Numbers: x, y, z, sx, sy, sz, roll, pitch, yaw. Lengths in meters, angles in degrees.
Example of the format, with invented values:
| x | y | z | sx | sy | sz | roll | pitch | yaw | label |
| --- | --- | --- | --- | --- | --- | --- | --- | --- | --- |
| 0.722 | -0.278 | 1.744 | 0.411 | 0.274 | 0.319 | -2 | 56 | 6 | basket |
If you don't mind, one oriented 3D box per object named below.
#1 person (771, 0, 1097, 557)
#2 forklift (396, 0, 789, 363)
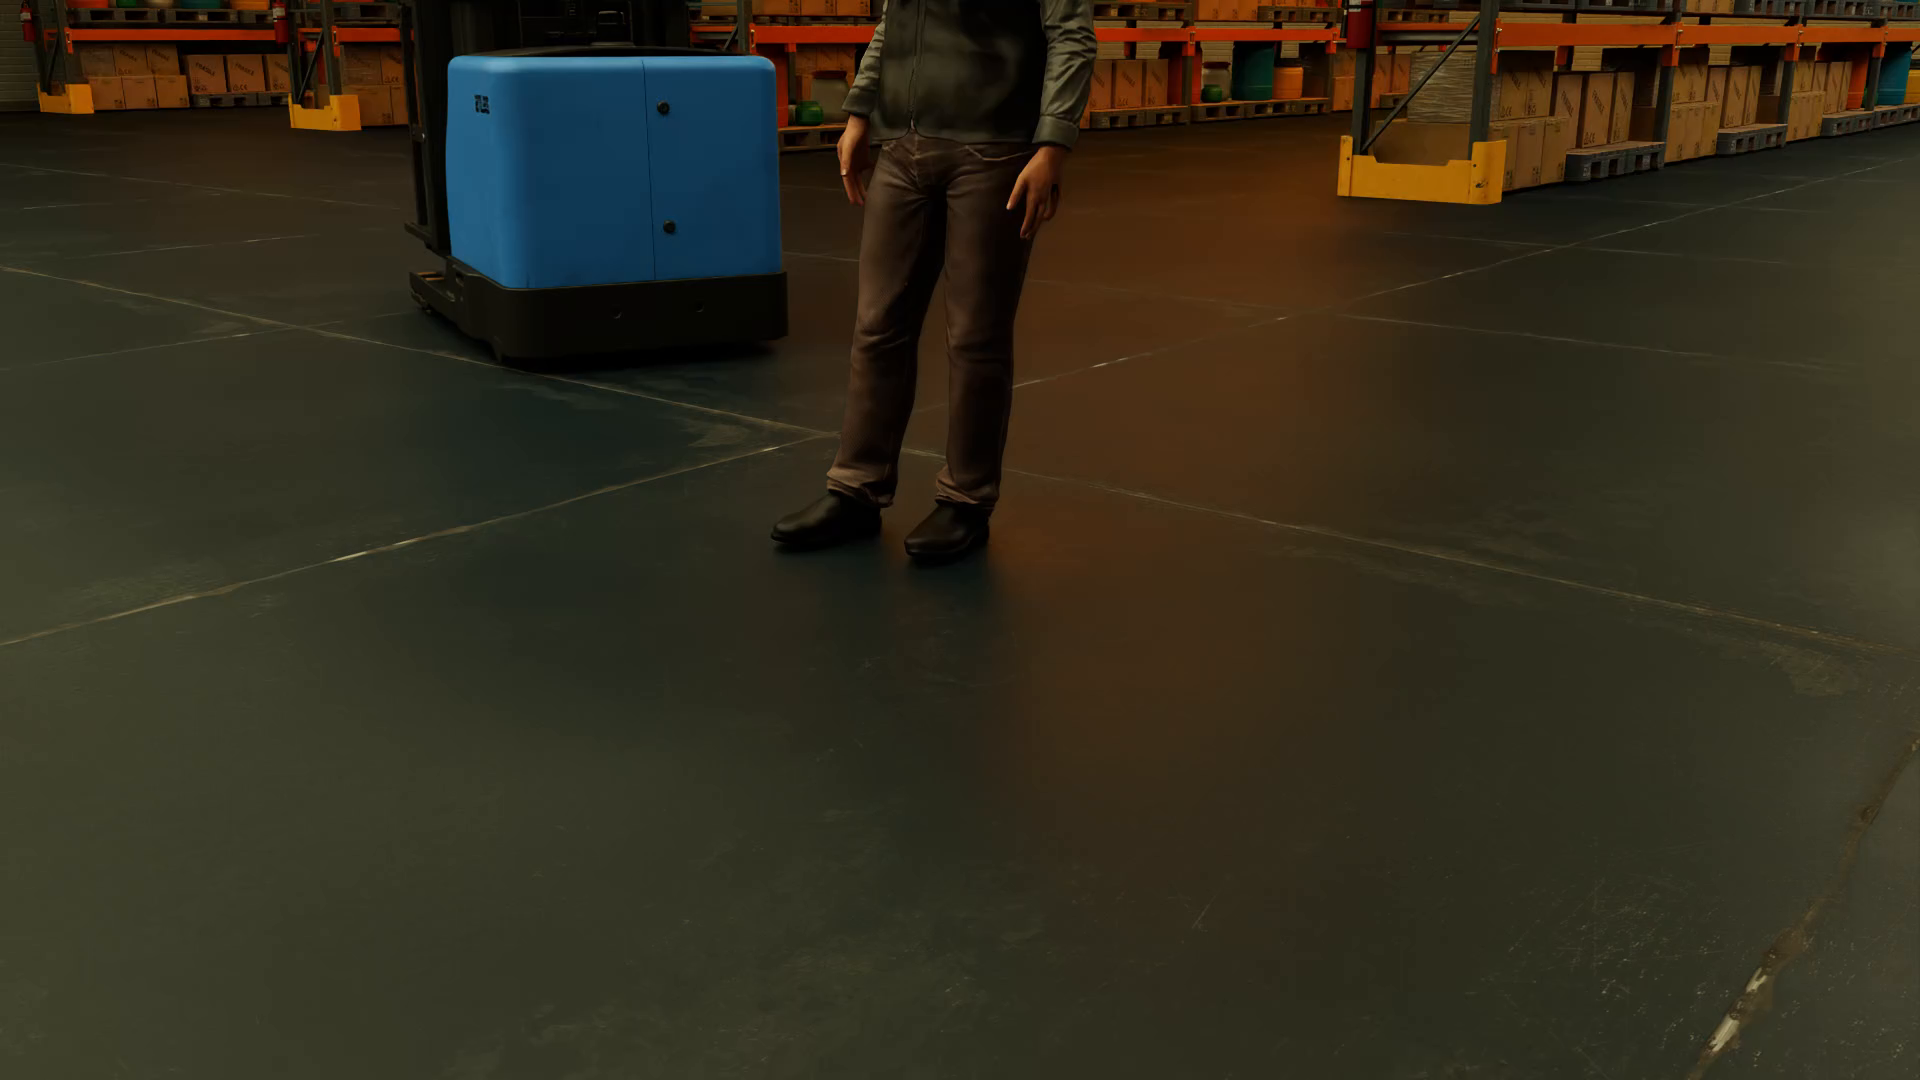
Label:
| x | y | z | sx | sy | sz | roll | pitch | yaw | label |
| --- | --- | --- | --- | --- | --- | --- | --- | --- | --- |
| -0.046 | -0.818 | 3.648 | 0.634 | 1.722 | 0.566 | 13 | 21 | 37 | person |
| -1.756 | -2.413 | 6.845 | 1.130 | 2.935 | 3.031 | -8 | 19 | -26 | forklift |
